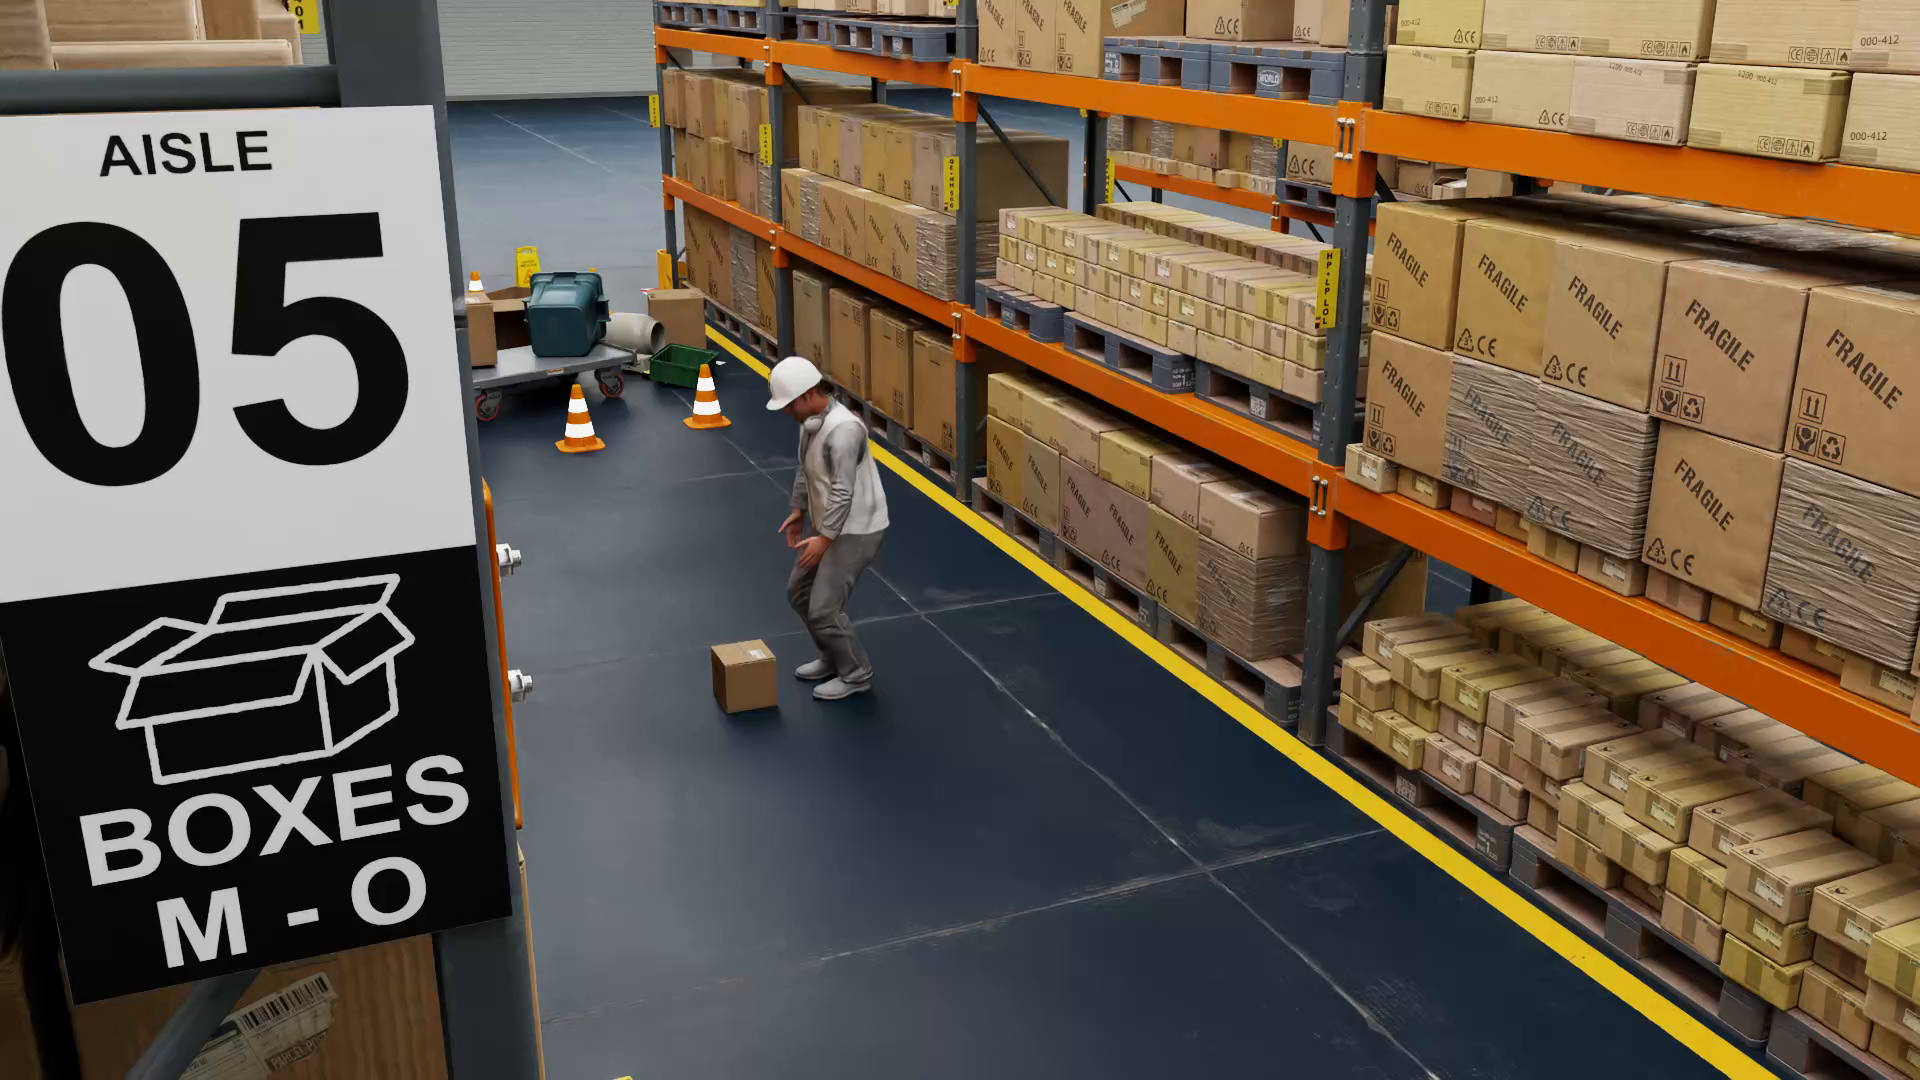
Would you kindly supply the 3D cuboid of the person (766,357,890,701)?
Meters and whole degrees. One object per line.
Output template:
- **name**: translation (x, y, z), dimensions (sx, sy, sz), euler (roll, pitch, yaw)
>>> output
- **person**: translation (-0.622, -0.062, 7.889), dimensions (0.559, 1.665, 0.574), euler (-7, 20, -21)
